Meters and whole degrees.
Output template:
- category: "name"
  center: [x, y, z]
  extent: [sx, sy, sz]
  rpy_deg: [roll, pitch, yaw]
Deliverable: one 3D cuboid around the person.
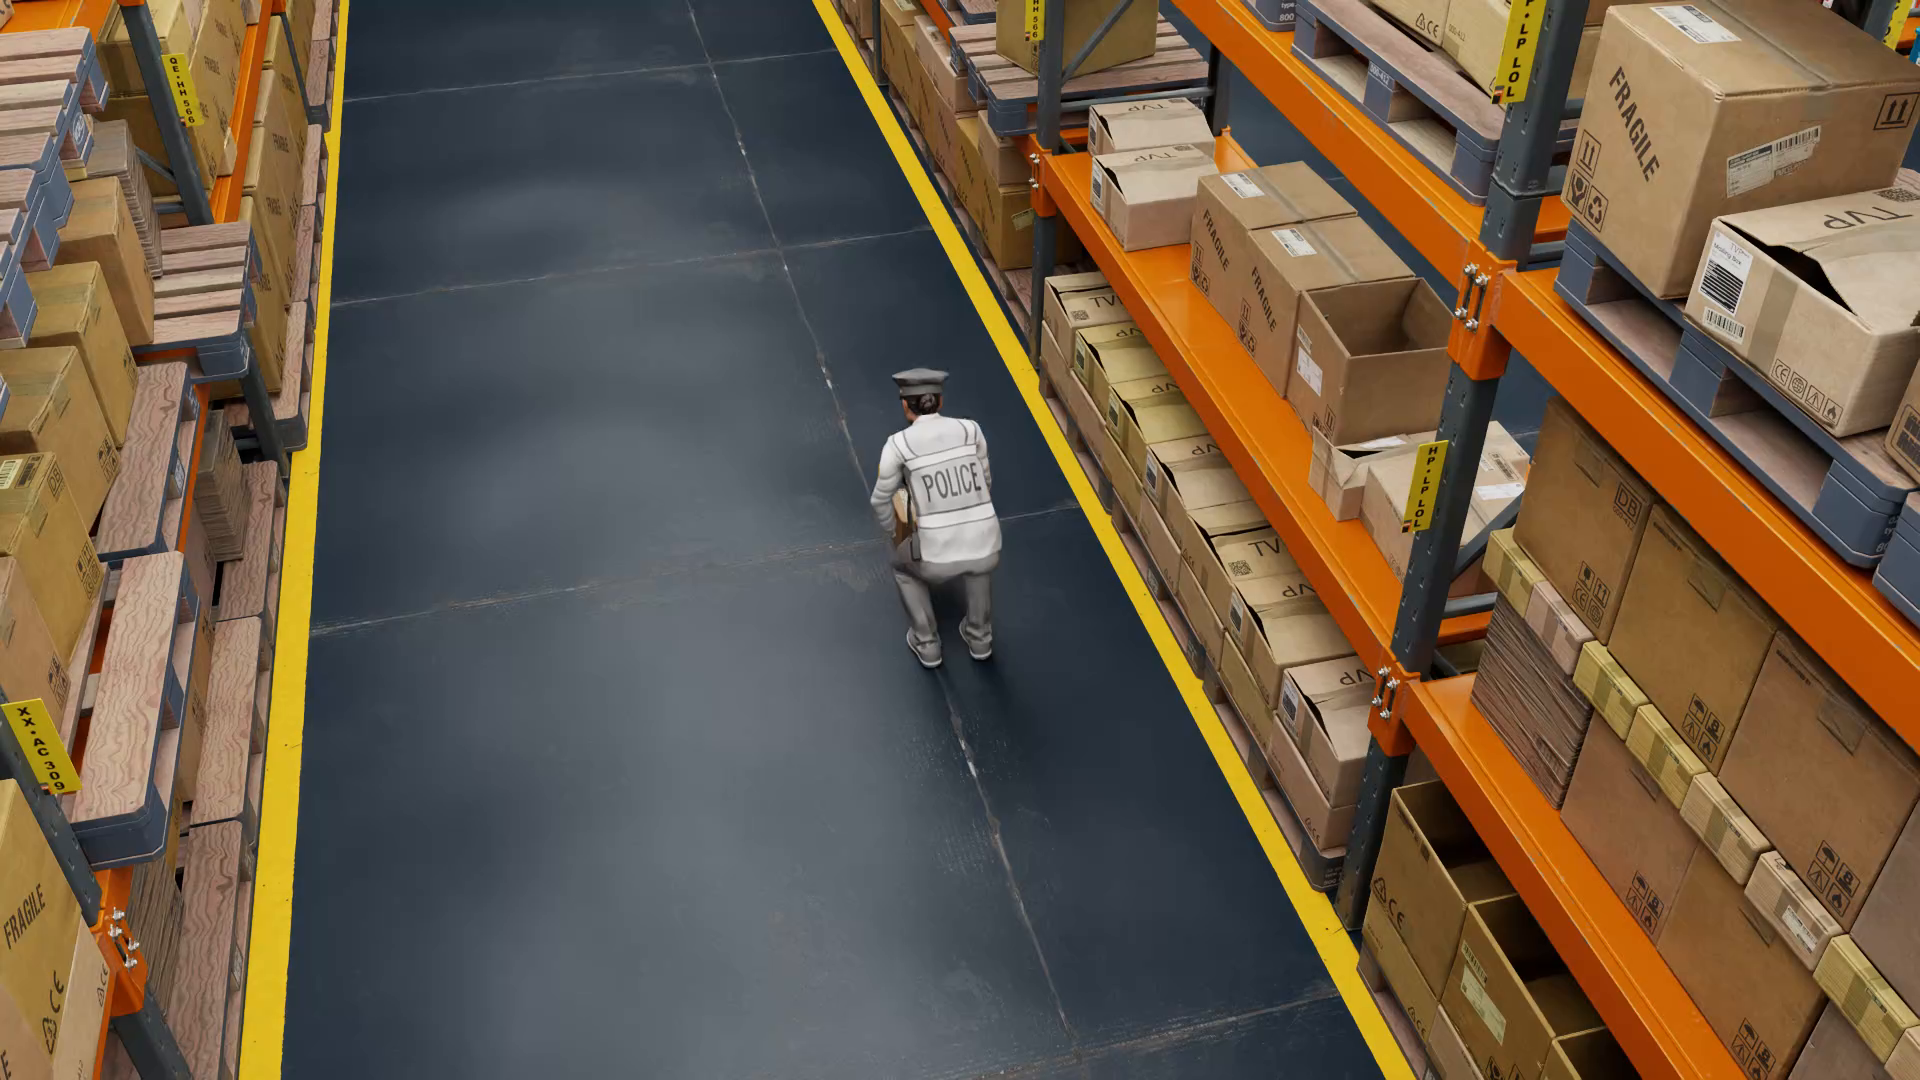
- category: "person"
  center: [-0.101, -0.071, 7.107]
  extent: [0.534, 1.294, 0.749]
  rpy_deg: [-9, 39, -11]
